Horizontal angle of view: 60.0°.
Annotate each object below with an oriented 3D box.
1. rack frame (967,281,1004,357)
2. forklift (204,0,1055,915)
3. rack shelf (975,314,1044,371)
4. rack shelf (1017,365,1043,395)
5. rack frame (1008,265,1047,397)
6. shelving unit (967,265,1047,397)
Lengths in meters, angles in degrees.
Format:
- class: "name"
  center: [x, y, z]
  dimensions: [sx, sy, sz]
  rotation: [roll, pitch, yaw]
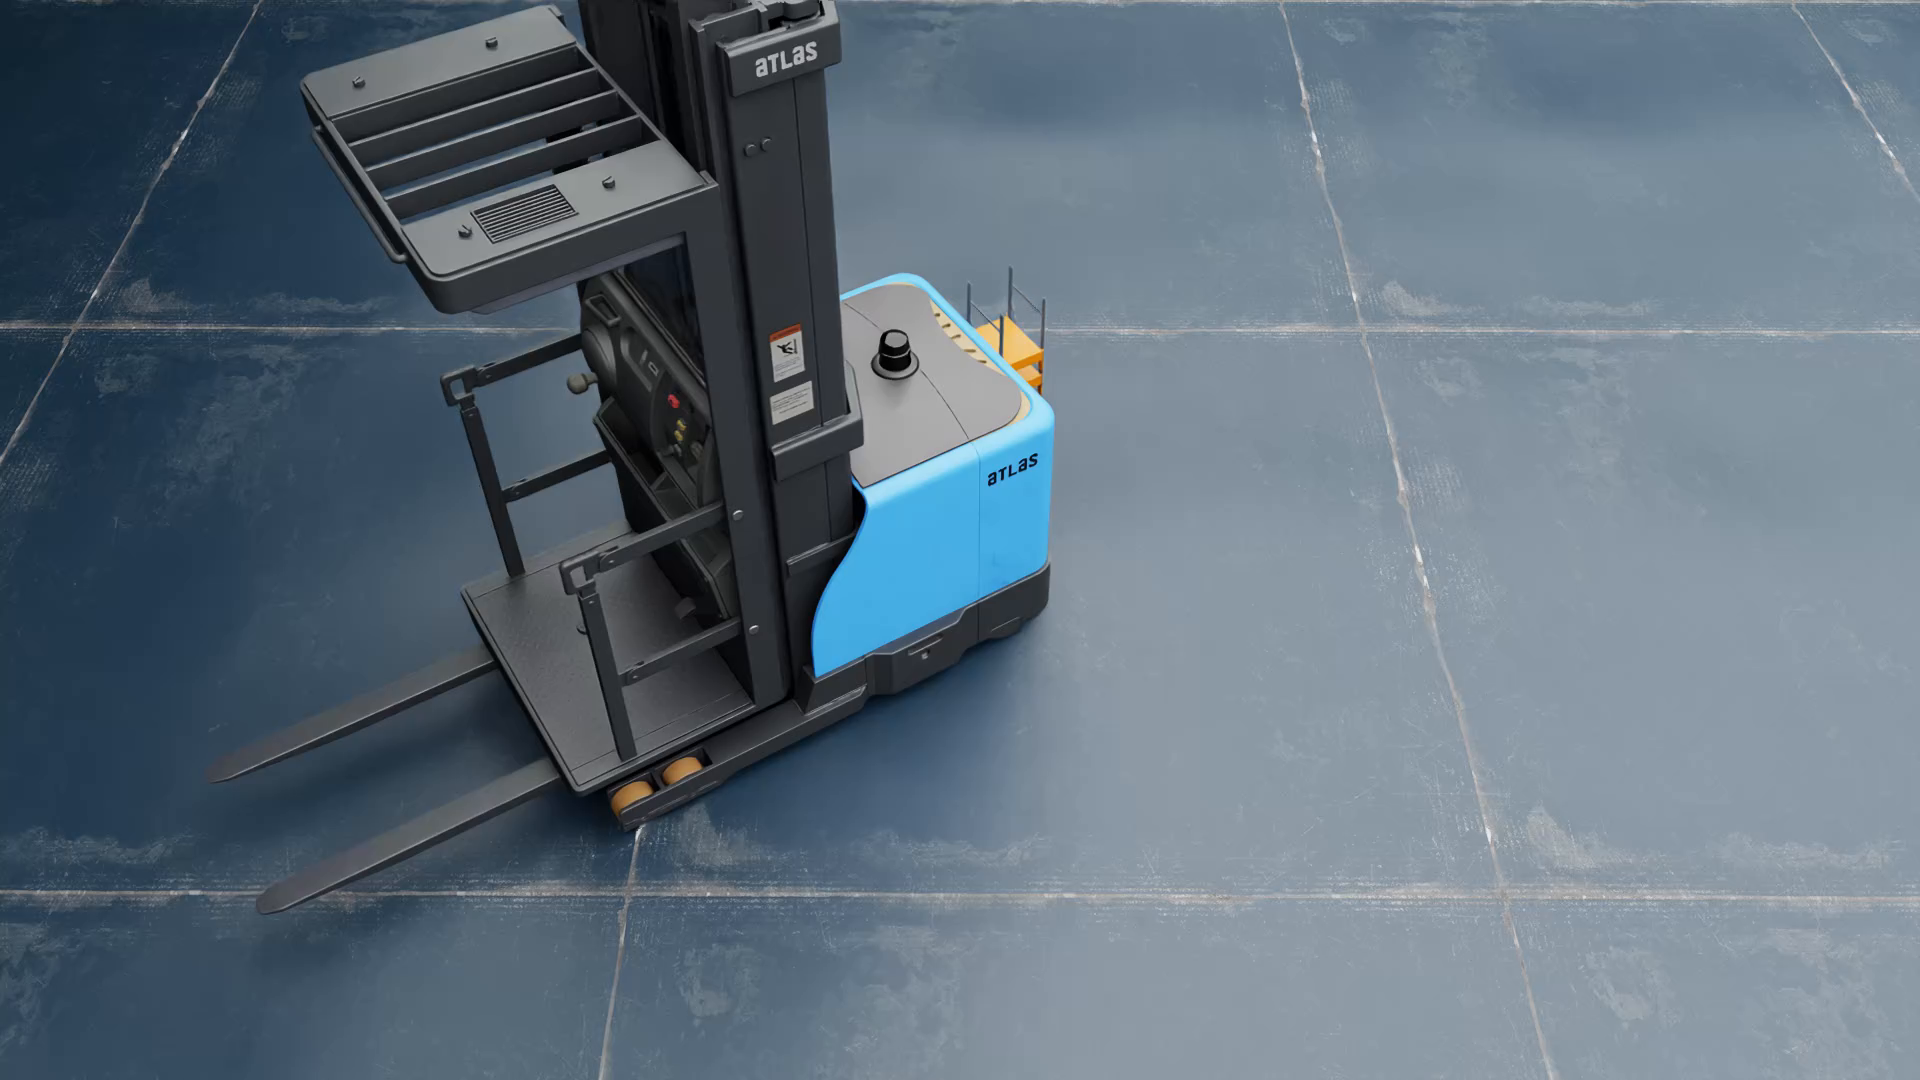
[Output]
- class: "rack frame"
  center: [0.092, -0.461, 6.441]
  dimensions: [0.006, 1.200, 0.240]
  rotation: [-25, 52, -21]
- class: "forklift"
  center: [-1.172, -0.431, 5.229]
  dimensions: [3.031, 2.935, 1.130]
  rotation: [-25, 52, -21]
- class: "rack shelf"
  center: [0.169, -0.712, 6.243]
  dimensions: [0.180, 0.103, 0.258]
  rotation: [-25, 52, -21]
- class: "rack shelf"
  center: [0.169, -0.630, 6.331]
  dimensions: [0.180, 0.103, 0.258]
  rotation: [-25, 52, -21]
- class: "rack frame"
  center: [0.247, -0.533, 6.507]
  dimensions: [0.006, 1.200, 0.240]
  rotation: [-25, 52, -21]
- class: "shelving unit"
  center: [0.169, -0.497, 6.474]
  dimensions: [0.189, 1.200, 0.258]
  rotation: [-25, 52, -21]
